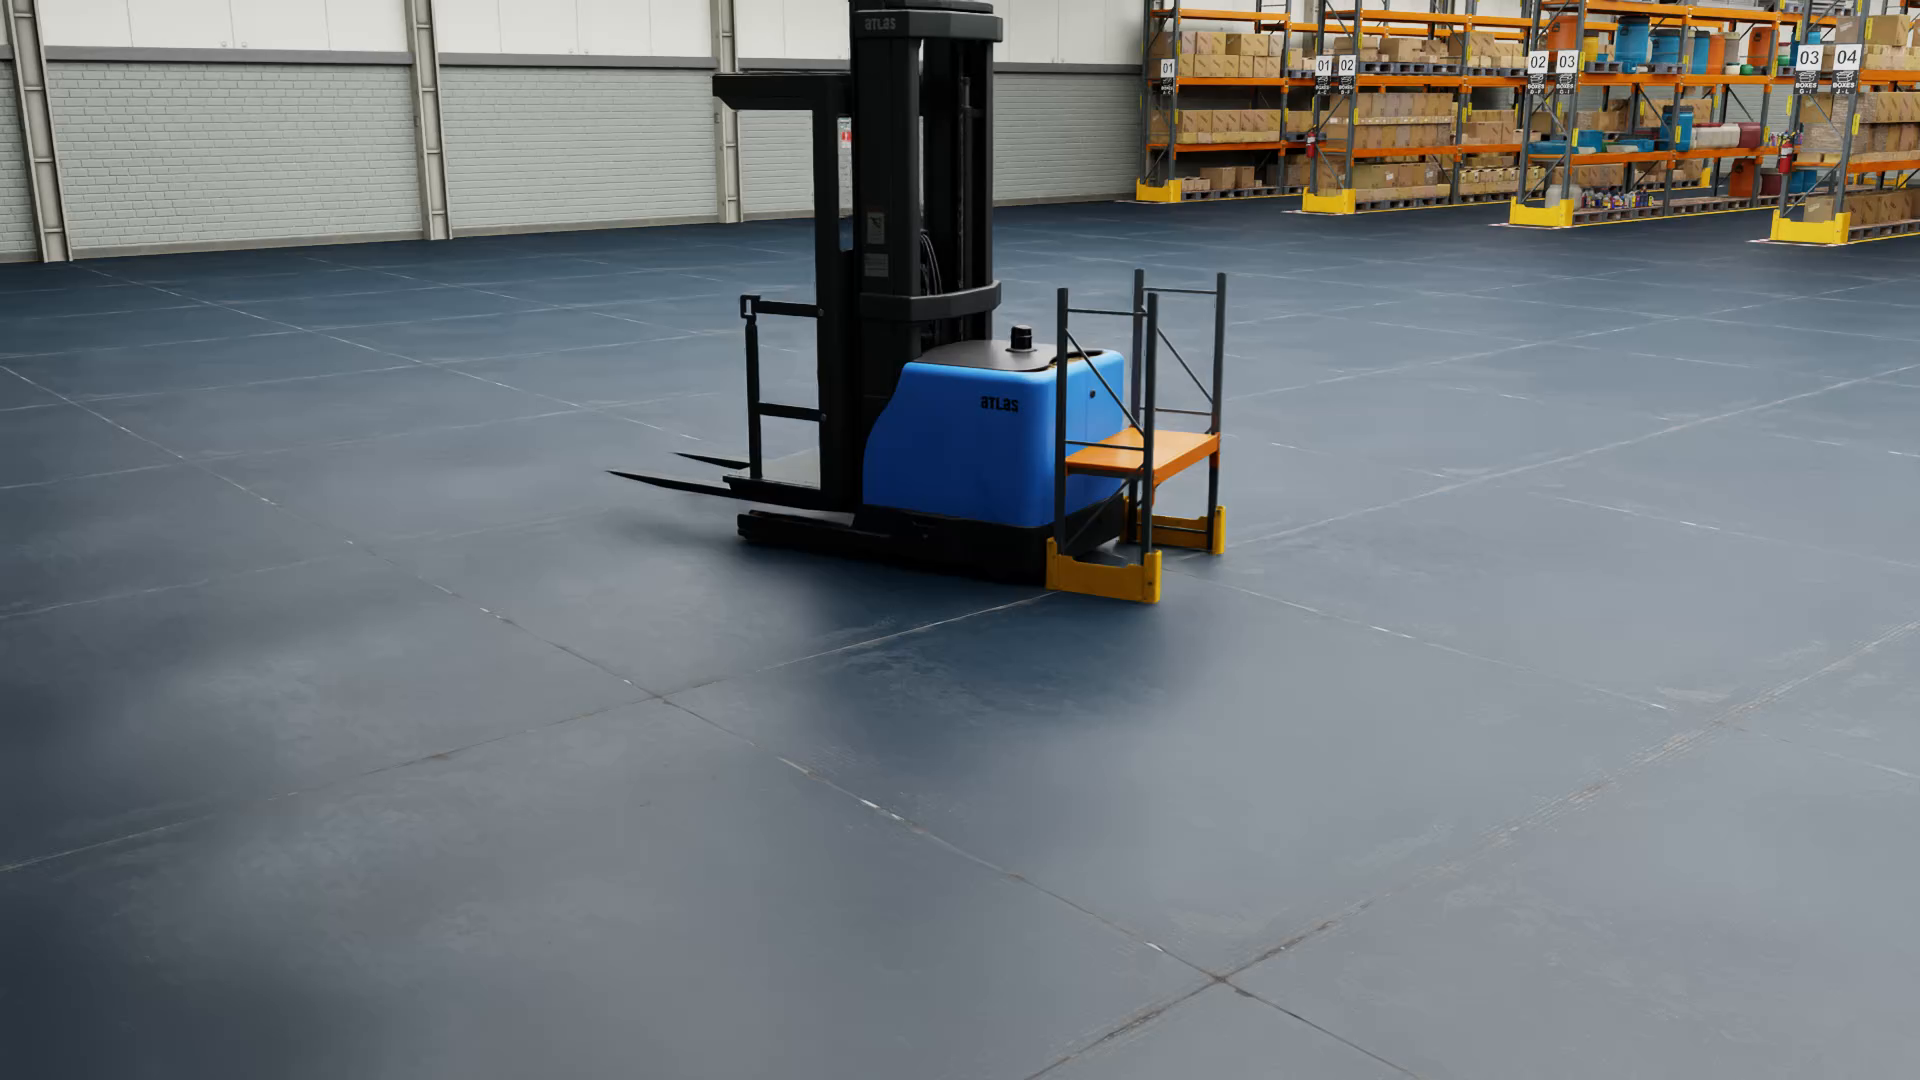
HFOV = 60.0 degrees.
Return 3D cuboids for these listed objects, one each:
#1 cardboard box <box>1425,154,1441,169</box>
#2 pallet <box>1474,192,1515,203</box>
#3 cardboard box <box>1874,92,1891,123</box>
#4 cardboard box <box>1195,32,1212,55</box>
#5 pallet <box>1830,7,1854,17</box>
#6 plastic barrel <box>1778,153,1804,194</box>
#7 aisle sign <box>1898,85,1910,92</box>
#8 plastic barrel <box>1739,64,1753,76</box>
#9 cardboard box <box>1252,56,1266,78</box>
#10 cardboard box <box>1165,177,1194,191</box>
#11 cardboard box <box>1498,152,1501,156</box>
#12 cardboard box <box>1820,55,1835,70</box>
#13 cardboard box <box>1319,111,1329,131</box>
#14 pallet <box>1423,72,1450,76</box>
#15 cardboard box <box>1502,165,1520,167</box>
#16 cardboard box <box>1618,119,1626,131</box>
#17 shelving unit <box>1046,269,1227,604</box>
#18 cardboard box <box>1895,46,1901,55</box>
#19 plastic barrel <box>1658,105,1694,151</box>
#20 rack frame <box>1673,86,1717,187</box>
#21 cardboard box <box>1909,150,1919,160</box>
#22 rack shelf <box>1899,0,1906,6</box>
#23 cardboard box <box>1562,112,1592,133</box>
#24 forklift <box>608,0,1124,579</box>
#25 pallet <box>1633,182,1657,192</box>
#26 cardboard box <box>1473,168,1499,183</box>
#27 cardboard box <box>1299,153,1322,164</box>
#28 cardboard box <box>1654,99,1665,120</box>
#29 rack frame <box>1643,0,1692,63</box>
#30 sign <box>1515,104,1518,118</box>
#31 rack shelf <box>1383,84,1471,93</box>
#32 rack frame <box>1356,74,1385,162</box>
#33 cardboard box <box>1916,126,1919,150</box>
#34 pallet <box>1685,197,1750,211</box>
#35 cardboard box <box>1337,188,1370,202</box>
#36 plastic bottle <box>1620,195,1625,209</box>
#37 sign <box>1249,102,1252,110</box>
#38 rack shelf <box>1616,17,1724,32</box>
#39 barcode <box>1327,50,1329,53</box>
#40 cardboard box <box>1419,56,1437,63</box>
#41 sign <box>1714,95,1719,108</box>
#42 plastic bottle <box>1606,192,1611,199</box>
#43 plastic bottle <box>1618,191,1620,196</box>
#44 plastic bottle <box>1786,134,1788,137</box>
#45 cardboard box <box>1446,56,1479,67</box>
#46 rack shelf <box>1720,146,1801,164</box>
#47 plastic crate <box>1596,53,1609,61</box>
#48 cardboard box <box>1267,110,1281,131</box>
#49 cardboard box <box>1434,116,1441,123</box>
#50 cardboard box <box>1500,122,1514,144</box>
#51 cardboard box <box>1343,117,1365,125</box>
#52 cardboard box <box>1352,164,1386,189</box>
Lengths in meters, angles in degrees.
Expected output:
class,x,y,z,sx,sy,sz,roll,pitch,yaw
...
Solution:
class,x,y,z,sx,sy,sz,roll,pitch,yaw
cardboard box,12.585,-10.320,45.425,0.750,0.750,0.750,-12,19,-38
pallet,12.329,-8.116,39.227,1.213,0.211,1.003,-13,19,-39
cardboard box,15.336,-7.315,28.116,0.500,0.500,0.500,-13,19,-39
cardboard box,5.467,-11.493,38.482,0.500,0.500,0.500,-13,20,-40
pallet,19.557,-11.982,37.809,1.213,0.211,1.003,-13,19,-39
plastic barrel,19.206,-8.494,38.489,0.708,0.901,0.600,-13,19,-39
aisle sign,23.426,-11.402,41.088,0.004,0.787,0.394,-13,19,-39
plastic barrel,16.991,-10.159,35.957,0.294,0.245,0.294,0,15,0
cardboard box,7.015,-11.378,39.987,0.500,0.500,0.500,14,20,42
cardboard box,5.187,-8.423,39.328,0.500,0.311,0.500,13,20,41
cardboard box,15.414,-11.179,48.063,0.250,0.149,0.380,-12,19,-39
cardboard box,14.557,-8.025,27.957,0.500,0.250,0.500,-12,19,-38
cardboard box,8.932,-10.639,42.219,0.500,0.500,0.700,-10,18,-32
pallet,12.999,-12.634,45.295,1.217,0.209,0.805,-14,20,-42
cardboard box,13.307,-8.915,40.240,0.500,0.311,0.500,-12,19,-38
cardboard box,17.121,-10.662,43.158,0.500,0.500,0.500,-12,19,-38
shelving unit,0.930,-0.571,8.482,0.587,1.500,1.083,7,17,26
cardboard box,15.723,-8.301,28.221,0.250,0.149,0.380,-14,20,-42
plastic barrel,14.617,-8.407,33.940,0.708,0.901,0.600,-13,19,-39
rack frame,19.930,-11.156,45.204,0.127,3.000,1.000,-13,19,-39
cardboard box,16.870,-6.844,29.547,0.250,0.149,0.380,-13,19,-39
rack shelf,15.869,-9.405,28.422,4.000,0.370,1.077,-13,19,-39
cardboard box,15.112,-10.299,40.986,0.500,0.500,0.700,-9,17,-29
forklift,-0.636,-1.483,9.123,3.031,2.935,1.130,9,17,30
pallet,17.432,-9.248,43.462,1.213,0.211,1.003,-13,19,-39
cardboard box,12.124,-8.462,38.545,0.500,0.311,0.500,-14,20,-41
cardboard box,8.888,-9.746,42.464,0.500,0.250,0.500,-13,20,-41
cardboard box,17.842,-11.123,42.946,0.500,0.500,0.500,-13,20,-41
rack frame,14.127,-11.057,33.207,0.127,3.000,1.000,-13,19,-39
sign,13.532,-10.426,40.381,0.005,0.325,0.100,-13,19,-39
rack shelf,12.149,-12.205,44.712,4.000,0.370,1.077,-13,19,-39
rack frame,10.641,-10.765,43.738,0.127,3.000,1.000,-13,19,-39
cardboard box,16.998,-7.322,30.079,0.500,0.500,0.875,-13,19,-39
pallet,16.534,-7.365,36.415,1.213,0.211,1.003,-13,19,-39
cardboard box,8.411,-7.368,35.535,0.500,0.250,0.500,-13,19,-39
plastic bottle,13.168,-6.731,33.072,0.097,0.271,0.097,0,15,0
sign,7.256,-10.754,41.454,0.005,0.325,0.100,-13,19,-39
rack shelf,18.422,-13.367,43.255,4.000,0.370,1.077,-13,19,-39
barcode,7.771,-10.321,35.138,0.075,0.075,0.001,-13,19,-39
cardboard box,10.147,-10.464,36.202,0.250,0.149,0.380,-13,19,-39
sign,20.280,-11.757,44.597,0.005,0.325,0.100,-13,19,-39
plastic bottle,13.215,-6.949,33.887,0.097,0.271,0.097,0,15,0
plastic bottle,13.598,-7.084,34.394,0.097,0.271,0.097,0,15,0
plastic bottle,18.485,-8.955,37.213,0.097,0.271,0.097,0,15,0
cardboard box,11.349,-10.806,37.555,0.500,0.250,0.500,-10,18,-34
rack shelf,18.653,-8.827,37.879,4.000,0.370,1.077,-13,19,-39
plastic crate,12.350,-9.304,32.488,0.575,0.384,0.392,-13,19,-39
cardboard box,7.470,-10.246,40.596,0.500,0.500,0.500,-13,20,-39
cardboard box,10.430,-9.311,36.845,0.250,0.149,0.380,-13,20,-41
cardboard box,12.640,-9.562,39.041,0.500,0.500,0.500,-14,20,-42
cardboard box,8.298,-8.832,35.052,0.250,0.149,0.380,-13,20,-40
cardboard box,8.787,-7.815,35.757,0.500,0.500,0.500,-13,19,-39
